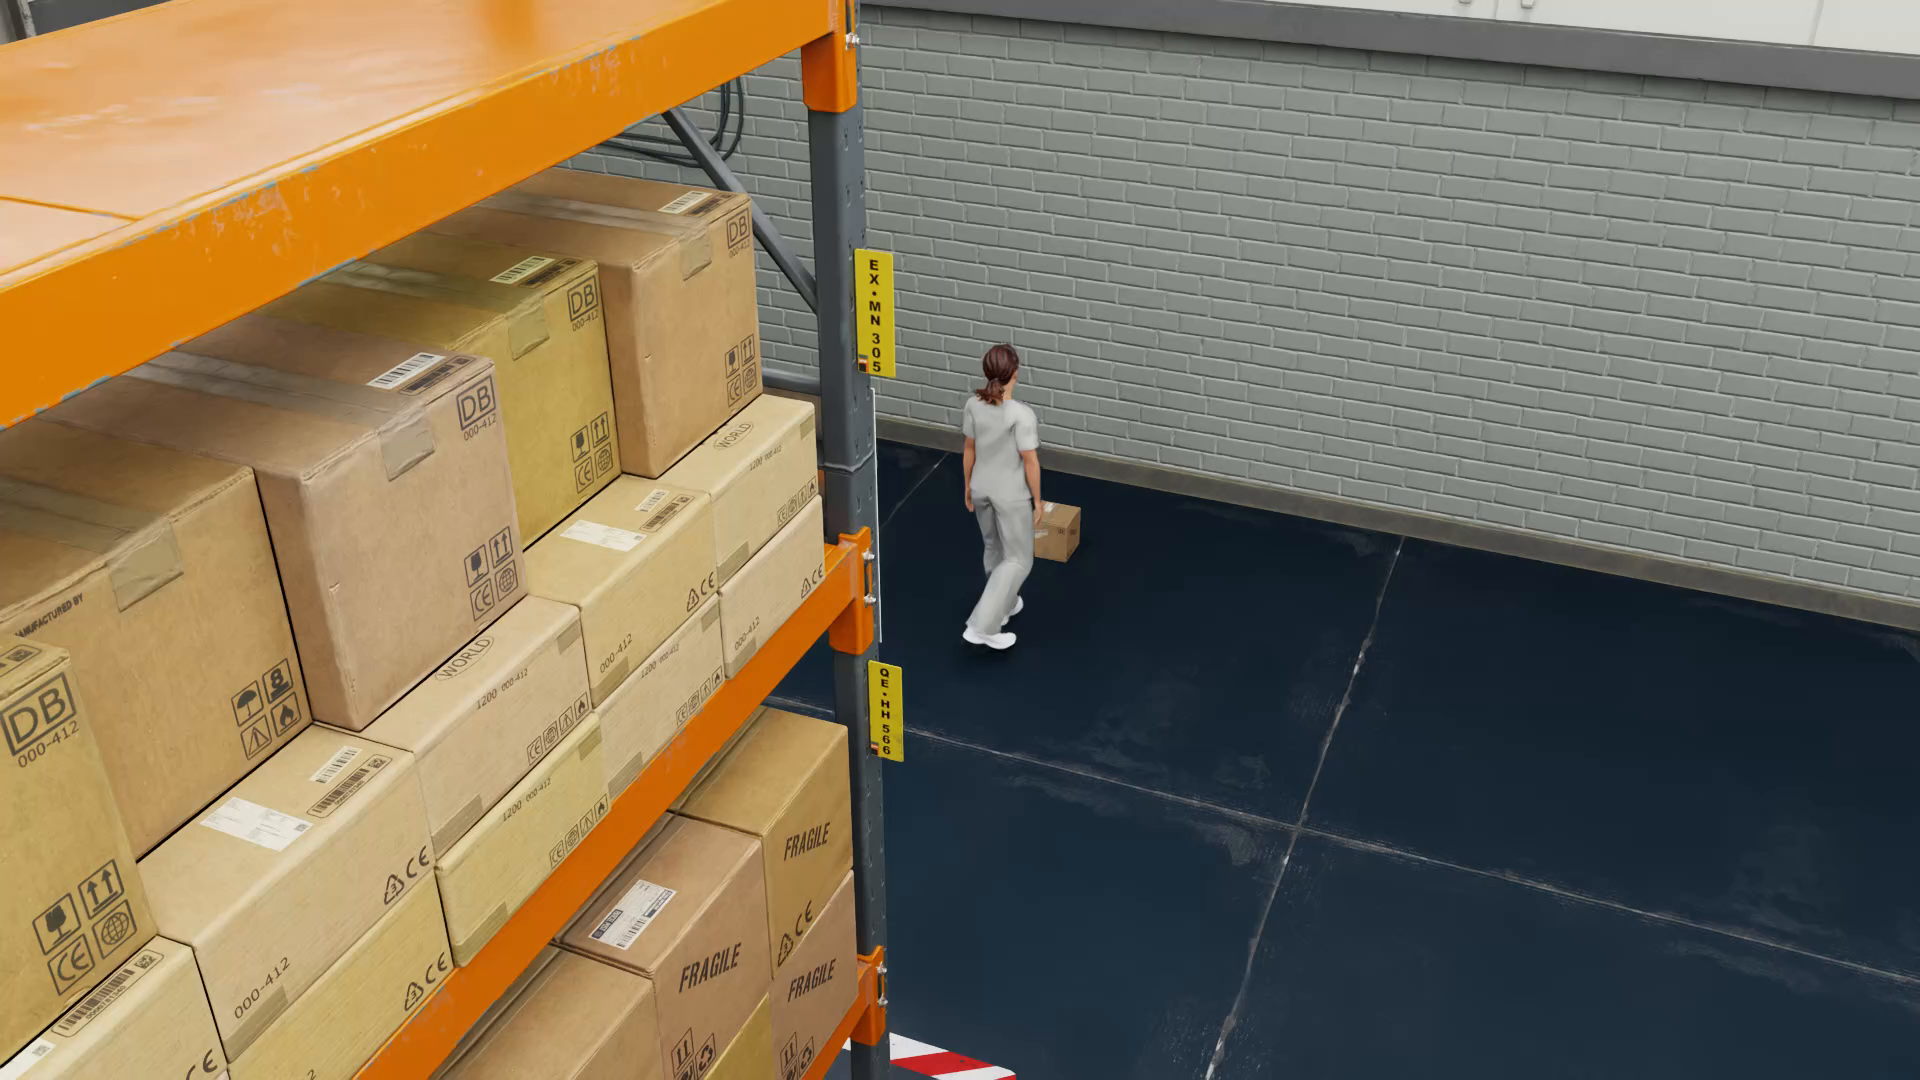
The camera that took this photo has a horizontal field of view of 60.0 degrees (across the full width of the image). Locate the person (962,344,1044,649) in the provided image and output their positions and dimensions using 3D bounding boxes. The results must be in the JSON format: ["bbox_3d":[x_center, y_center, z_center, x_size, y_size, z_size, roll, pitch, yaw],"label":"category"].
[{"bbox_3d":[0.196,-0.216,8.769,0.460,1.678,0.681,21,36,33],"label":"person"}]
